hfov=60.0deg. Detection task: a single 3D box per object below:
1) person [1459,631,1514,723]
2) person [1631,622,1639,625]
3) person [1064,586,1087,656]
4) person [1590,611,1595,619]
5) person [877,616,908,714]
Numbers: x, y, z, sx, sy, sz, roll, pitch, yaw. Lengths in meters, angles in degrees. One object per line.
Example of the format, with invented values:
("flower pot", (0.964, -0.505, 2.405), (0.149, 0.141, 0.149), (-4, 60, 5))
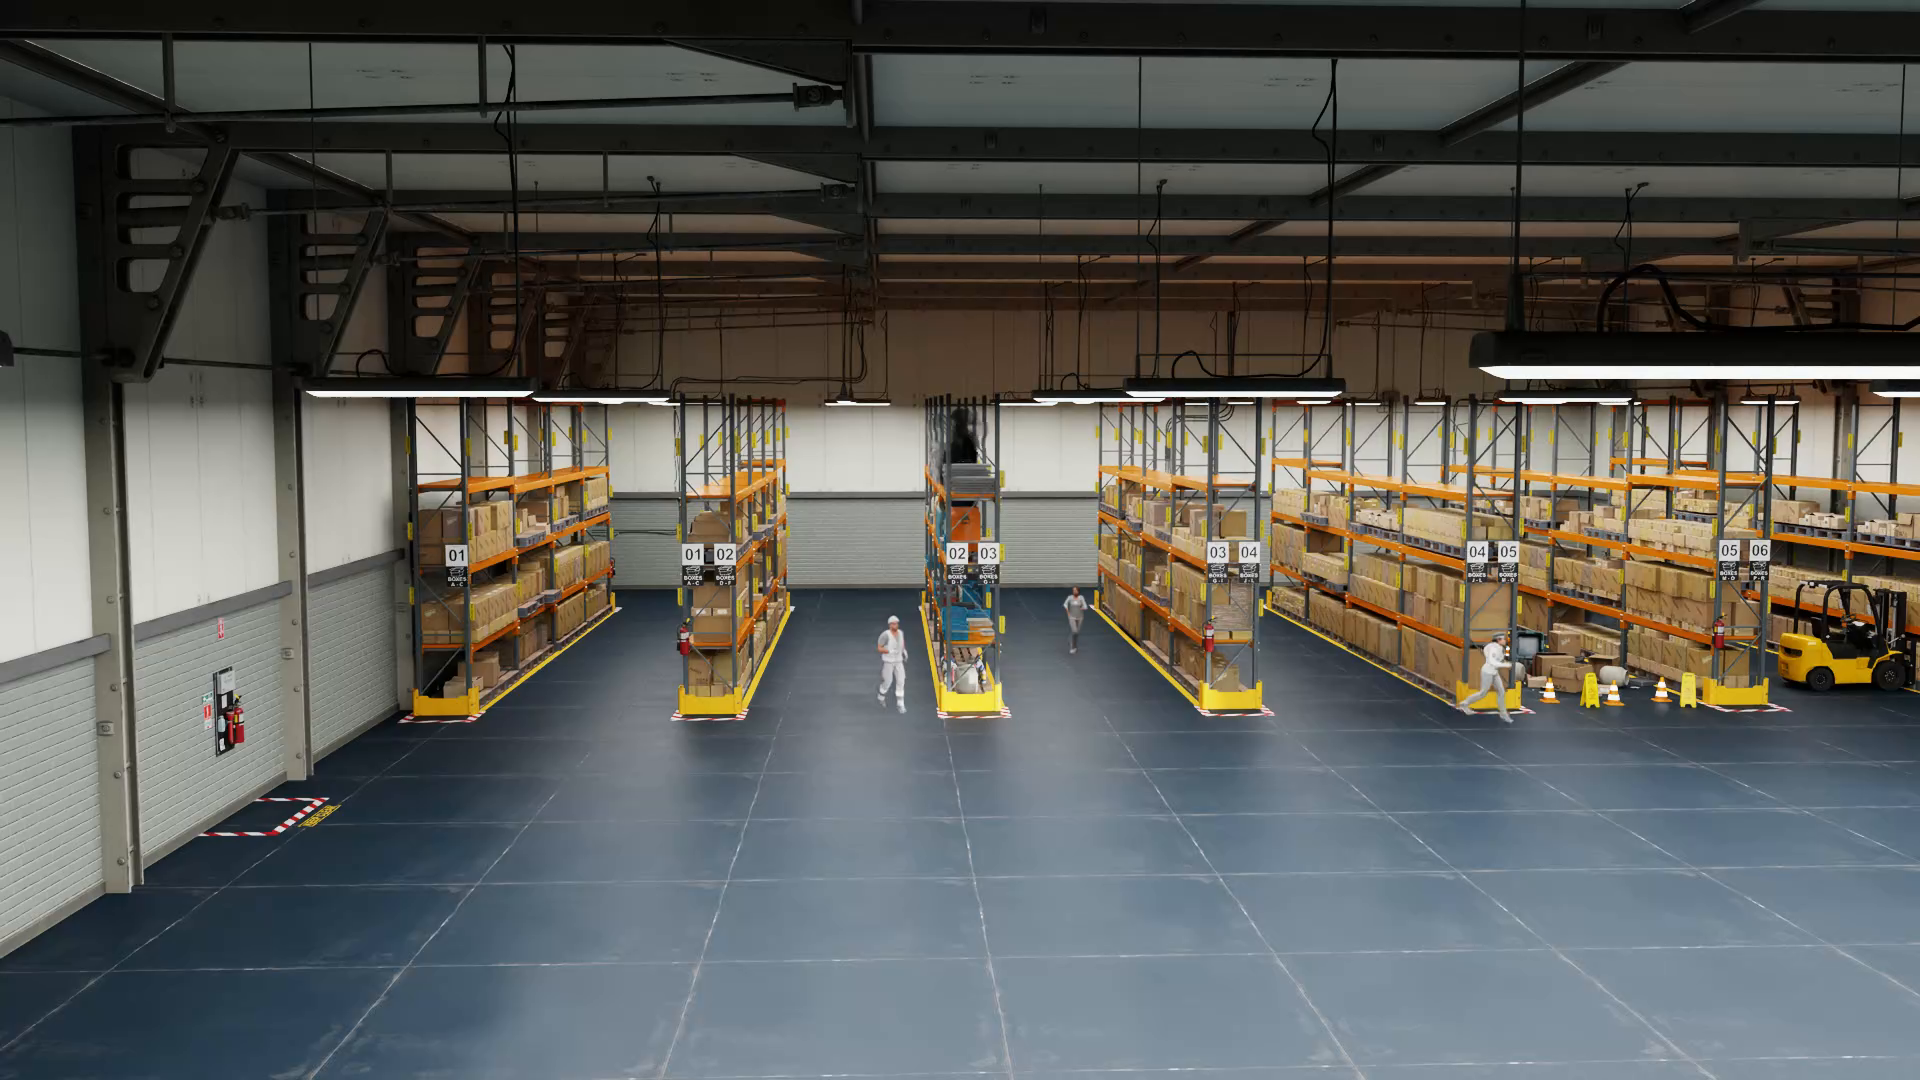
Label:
("person", (9.695, 2.496, 30.562), (0.977, 1.685, 0.651), (2, 5, 27))
("person", (16.929, 1.613, 41.496), (0.605, 1.652, 0.550), (-1, 5, -15))
("person", (2.704, 1.880, 38.721), (0.506, 1.638, 0.697), (0, 5, -6))
("person", (16.838, 1.316, 44.630), (0.711, 1.750, 0.885), (-1, 5, -18))
("person", (-1.281, 2.346, 31.477), (0.682, 1.841, 0.841), (-3, 5, -32))
